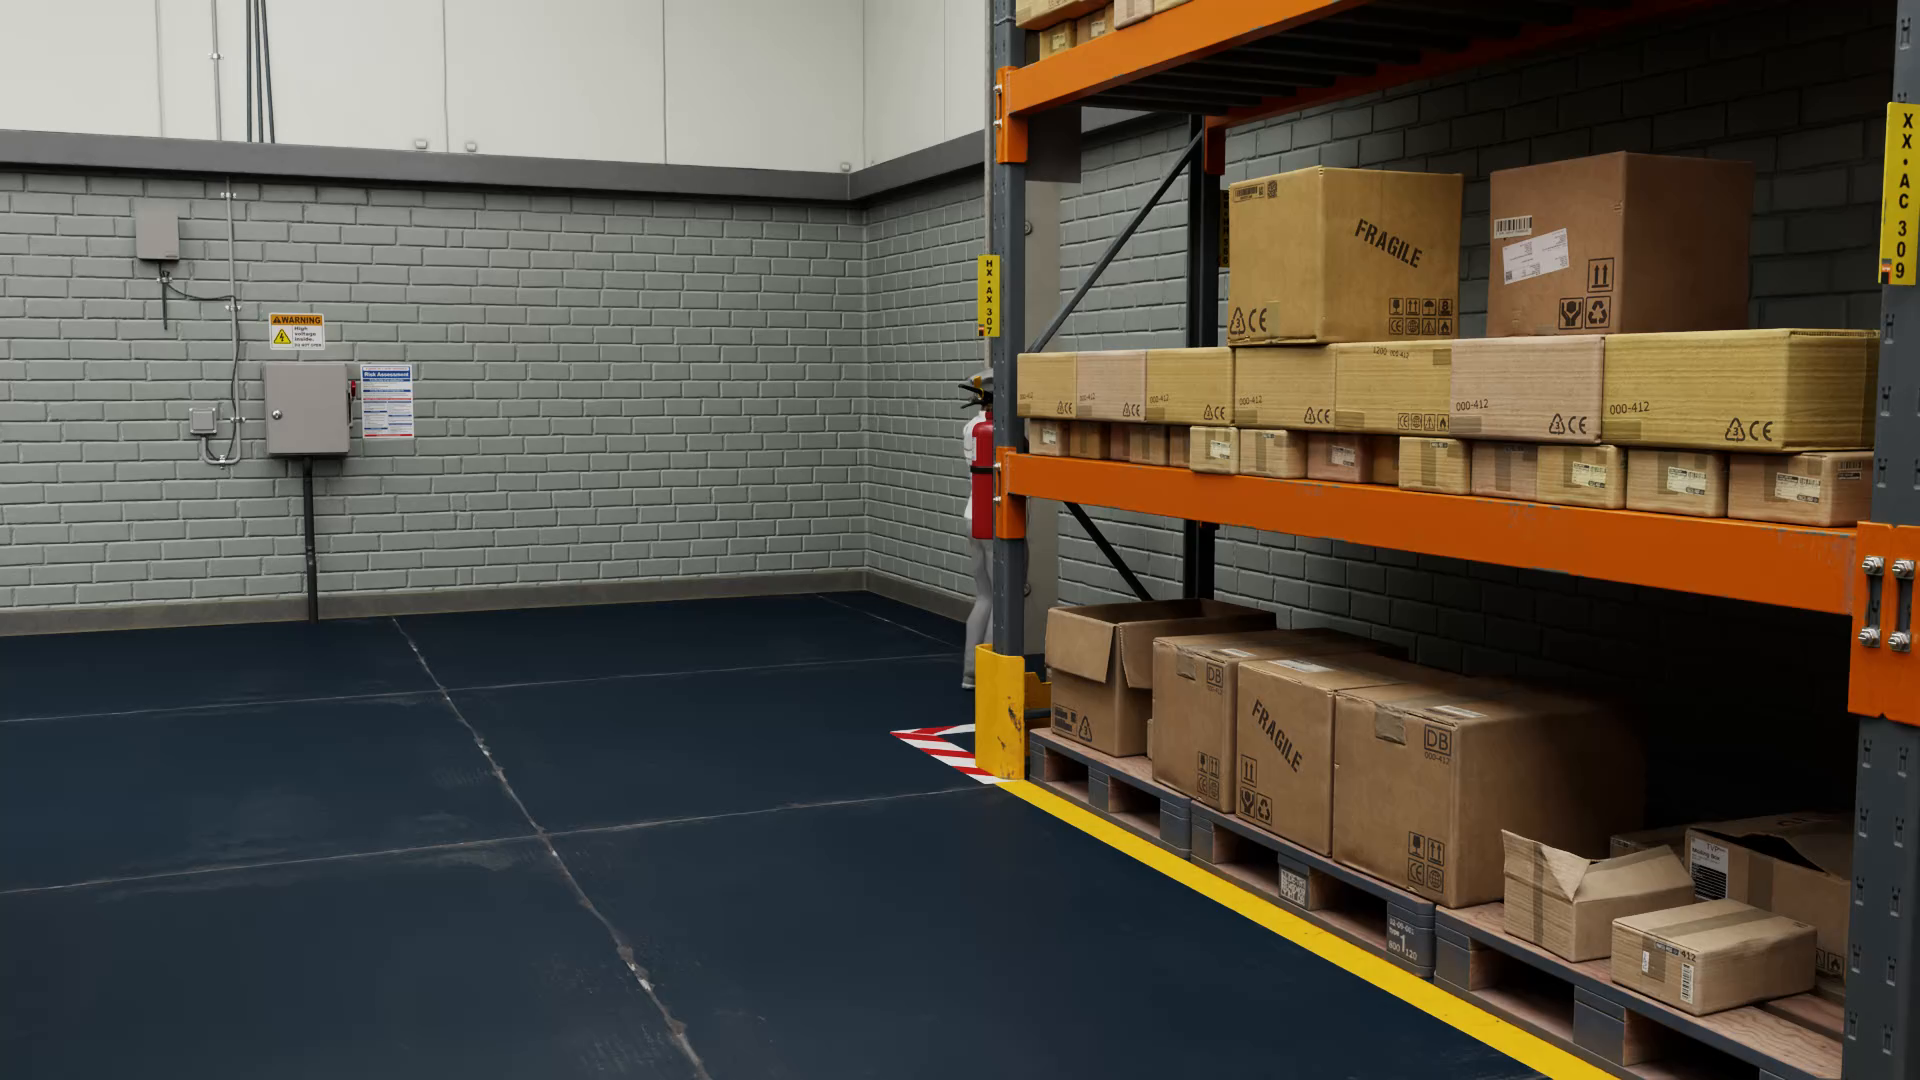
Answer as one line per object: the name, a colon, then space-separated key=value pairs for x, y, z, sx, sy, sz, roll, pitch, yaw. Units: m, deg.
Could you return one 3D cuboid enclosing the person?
person: x=0.197 y=-0.046 z=8.476 sx=0.341 sy=1.669 sz=0.437 roll=-2 pitch=6 yaw=-22
